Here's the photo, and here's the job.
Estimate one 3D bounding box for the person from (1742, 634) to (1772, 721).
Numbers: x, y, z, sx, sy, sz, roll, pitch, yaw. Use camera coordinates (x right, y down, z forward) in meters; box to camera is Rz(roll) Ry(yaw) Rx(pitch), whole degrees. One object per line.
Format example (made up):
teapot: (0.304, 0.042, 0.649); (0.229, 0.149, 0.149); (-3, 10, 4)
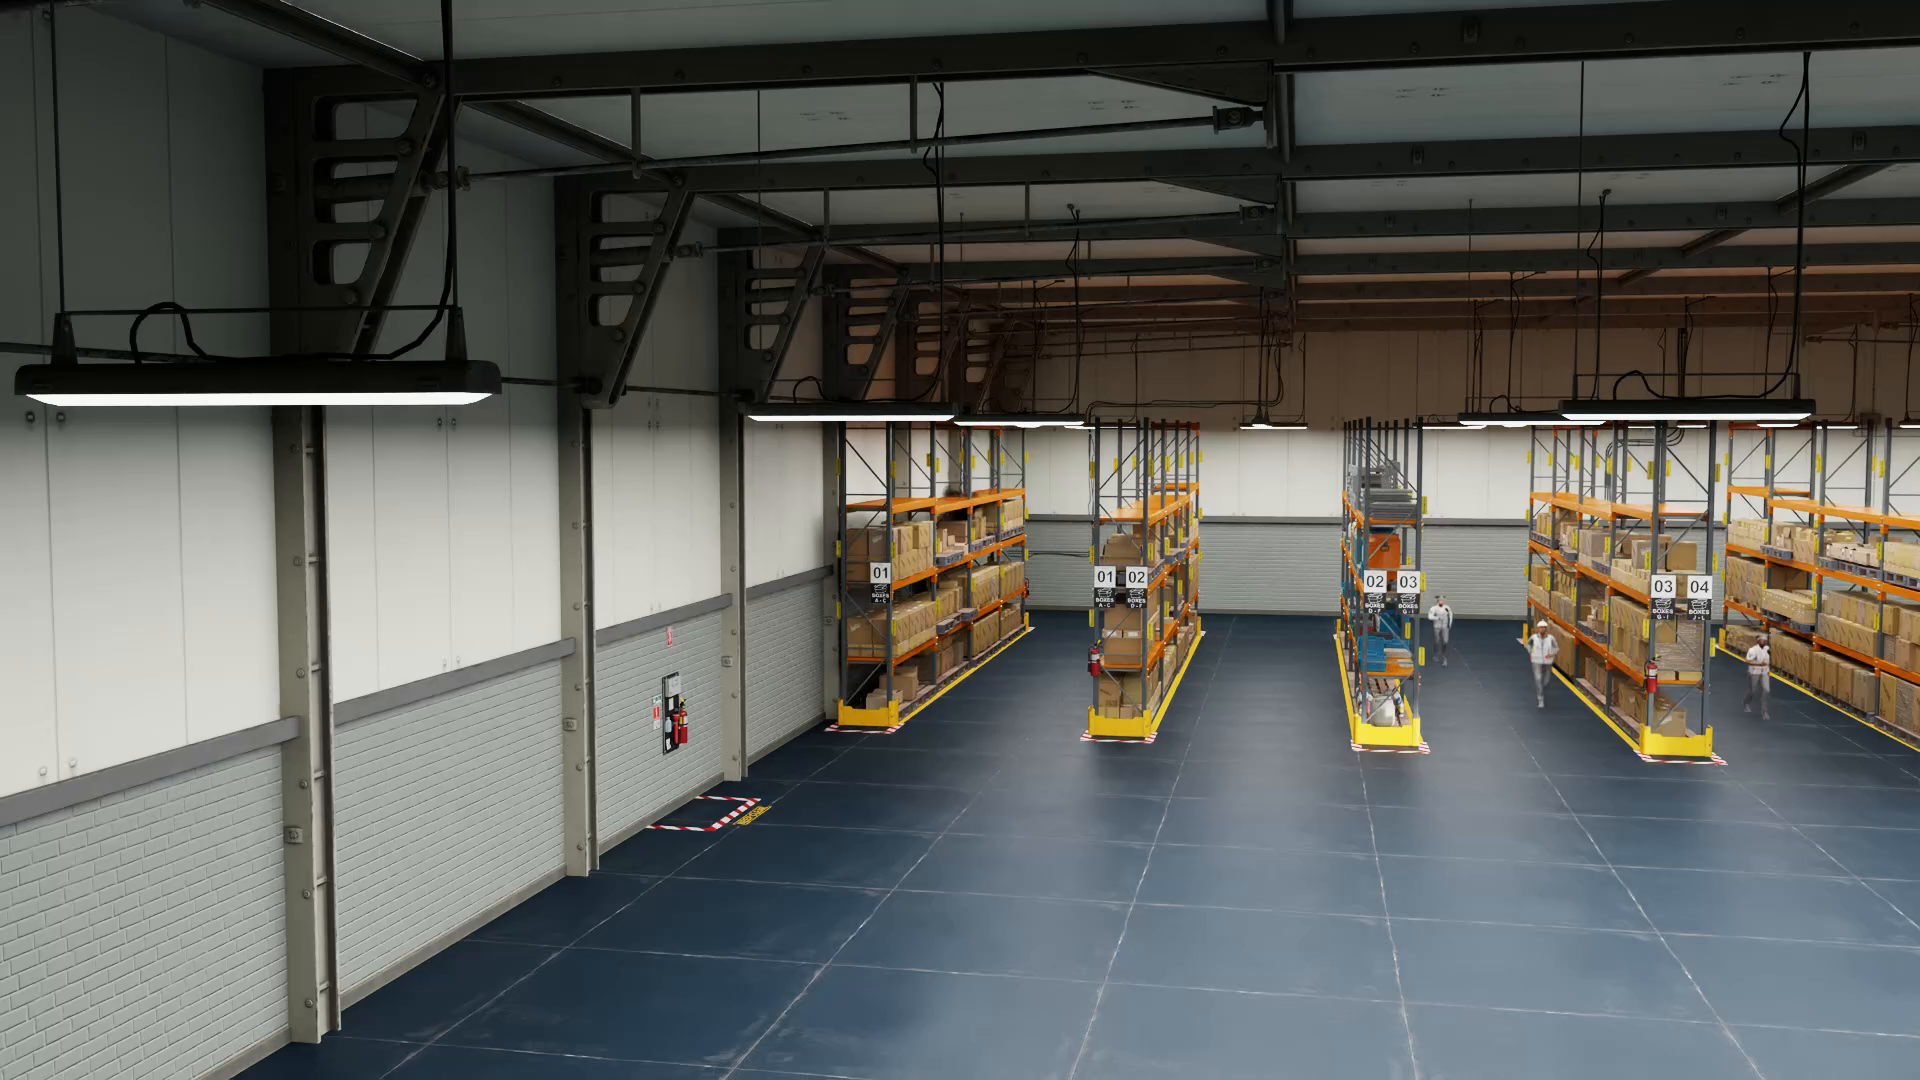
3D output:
person: (16.044, 2.719, 33.450); (0.600, 1.726, 0.923); (0, 4, -5)

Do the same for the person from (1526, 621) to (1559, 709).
person: (12.251, 2.583, 34.953); (0.626, 1.778, 1.127); (1, 4, 8)

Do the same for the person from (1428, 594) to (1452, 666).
person: (11.863, 2.210, 41.080); (0.627, 1.758, 0.767); (0, 4, 6)
